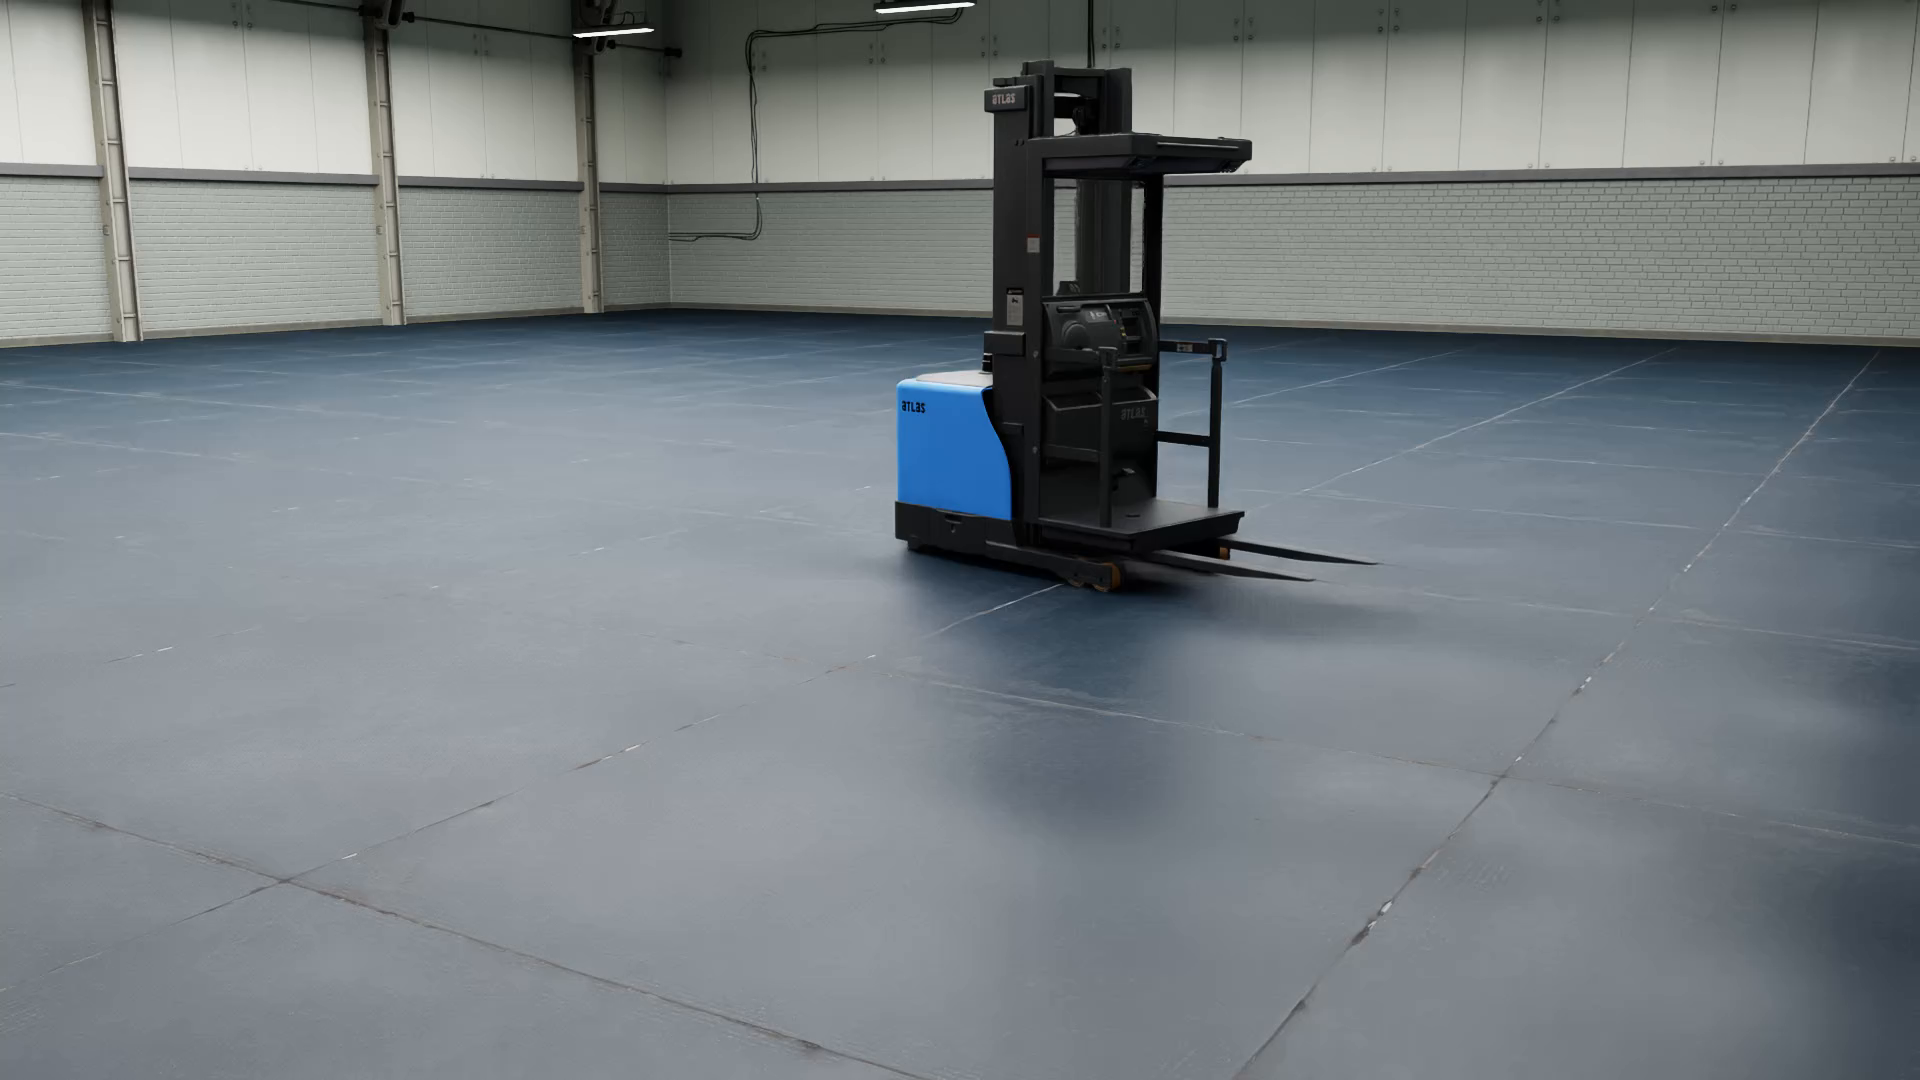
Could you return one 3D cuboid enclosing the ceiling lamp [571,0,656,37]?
[{"bbox_3d":[-6.818,-11.736,33.237,2.000,3.185,0.800,6,12,31],"label":"ceiling lamp"}]

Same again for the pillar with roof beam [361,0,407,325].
[{"bbox_3d":[-8.306,-8.573,32.207,9.100,9.000,0.548,6,12,31],"label":"pillar with roof beam"}]

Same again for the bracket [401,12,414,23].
[{"bbox_3d":[-11.467,-10.785,34.240,0.235,0.232,0.430,6,12,31],"label":"bracket"}]

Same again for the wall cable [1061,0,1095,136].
[{"bbox_3d":[1.895,-11.027,36.073,2.305,6.003,0.169,6,12,31],"label":"wall cable"}]

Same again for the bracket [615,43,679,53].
[{"bbox_3d":[-7.428,-12.008,40.775,0.076,0.066,3.189,6,12,31],"label":"bracket"}]

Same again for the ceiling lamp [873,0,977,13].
[{"bbox_3d":[-0.502,-11.030,29.466,2.000,3.185,0.800,6,12,31],"label":"ceiling lamp"}]

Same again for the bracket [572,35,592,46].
[{"bbox_3d":[-8.783,-11.598,38.583,0.235,0.232,0.430,6,12,31],"label":"bracket"}]

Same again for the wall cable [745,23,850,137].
[{"bbox_3d":[-3.899,-10.963,39.685,3.097,2.526,0.112,6,12,31],"label":"wall cable"}]

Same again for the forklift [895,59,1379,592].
[{"bbox_3d":[0.978,-1.257,9.618,1.130,2.935,3.031,-10,15,-43],"label":"forklift"}]

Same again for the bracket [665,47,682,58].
[{"bbox_3d":[-7.121,-12.101,41.271,0.235,0.232,0.430,6,12,31],"label":"bracket"}]

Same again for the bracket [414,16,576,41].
[{"bbox_3d":[-10.120,-11.193,36.419,0.076,0.066,4.783,6,12,31],"label":"bracket"}]

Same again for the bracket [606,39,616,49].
[{"bbox_3d":[-8.352,-11.728,39.281,0.235,0.232,0.430,6,12,31],"label":"bracket"}]

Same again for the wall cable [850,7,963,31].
[{"bbox_3d":[-1.254,-12.903,37.687,3.097,2.526,0.112,6,12,31],"label":"wall cable"}]

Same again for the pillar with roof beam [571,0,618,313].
[{"bbox_3d":[-5.191,-9.517,37.247,9.100,9.000,0.548,6,12,31],"label":"pillar with roof beam"}]

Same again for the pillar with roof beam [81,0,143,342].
[{"bbox_3d":[-11.421,-7.629,27.167,9.100,9.000,0.400,6,12,31],"label":"pillar with roof beam"}]

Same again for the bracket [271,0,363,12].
[{"bbox_3d":[-13.235,-10.249,31.378,0.076,0.066,4.783,6,12,31],"label":"bracket"}]

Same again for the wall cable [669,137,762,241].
[{"bbox_3d":[-6.211,-8.739,41.530,3.097,2.526,0.112,6,12,31],"label":"wall cable"}]

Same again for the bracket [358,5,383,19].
[{"bbox_3d":[-11.898,-10.654,33.543,0.235,0.232,0.430,6,12,31],"label":"bracket"}]
